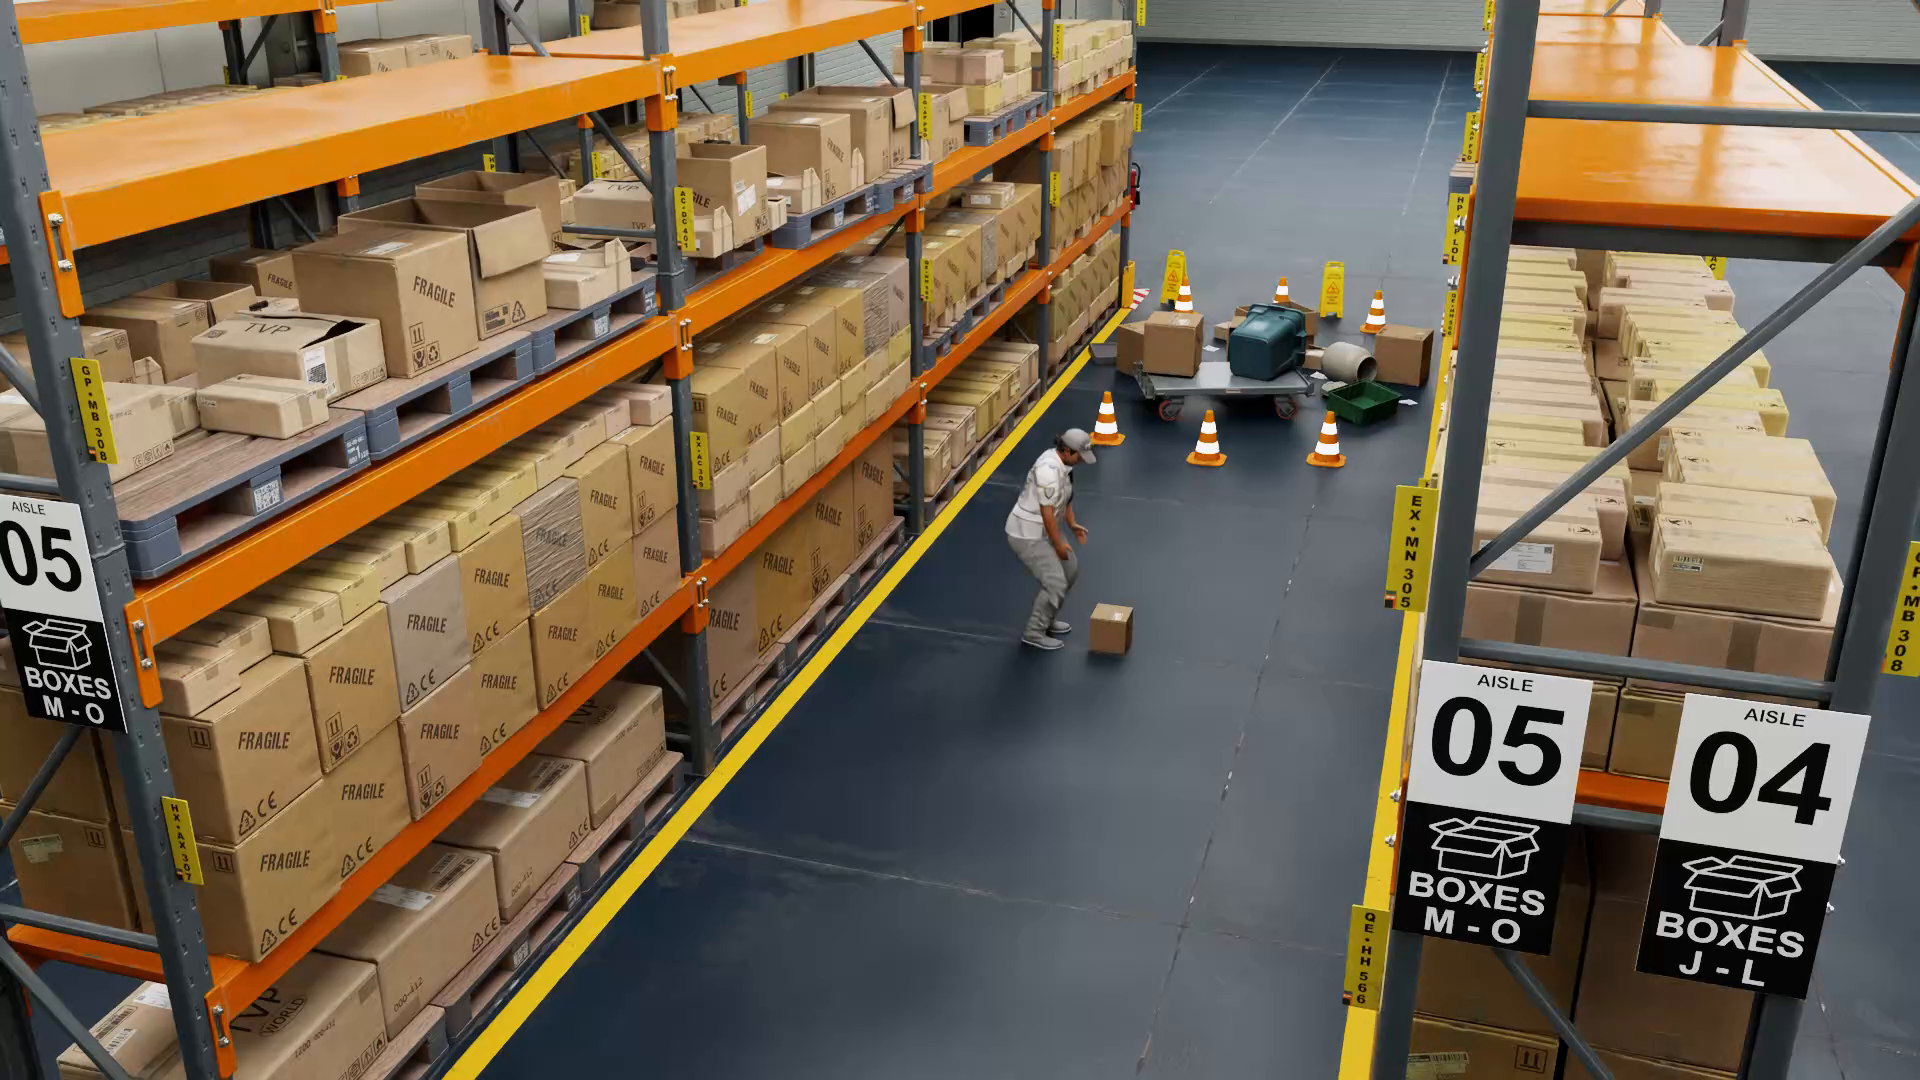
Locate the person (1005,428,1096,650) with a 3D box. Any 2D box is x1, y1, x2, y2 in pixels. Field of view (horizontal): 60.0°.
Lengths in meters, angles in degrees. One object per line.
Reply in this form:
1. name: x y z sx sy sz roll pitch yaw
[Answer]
1. person: 0.619 -0.039 11.365 0.591 1.542 0.512 7 23 17
